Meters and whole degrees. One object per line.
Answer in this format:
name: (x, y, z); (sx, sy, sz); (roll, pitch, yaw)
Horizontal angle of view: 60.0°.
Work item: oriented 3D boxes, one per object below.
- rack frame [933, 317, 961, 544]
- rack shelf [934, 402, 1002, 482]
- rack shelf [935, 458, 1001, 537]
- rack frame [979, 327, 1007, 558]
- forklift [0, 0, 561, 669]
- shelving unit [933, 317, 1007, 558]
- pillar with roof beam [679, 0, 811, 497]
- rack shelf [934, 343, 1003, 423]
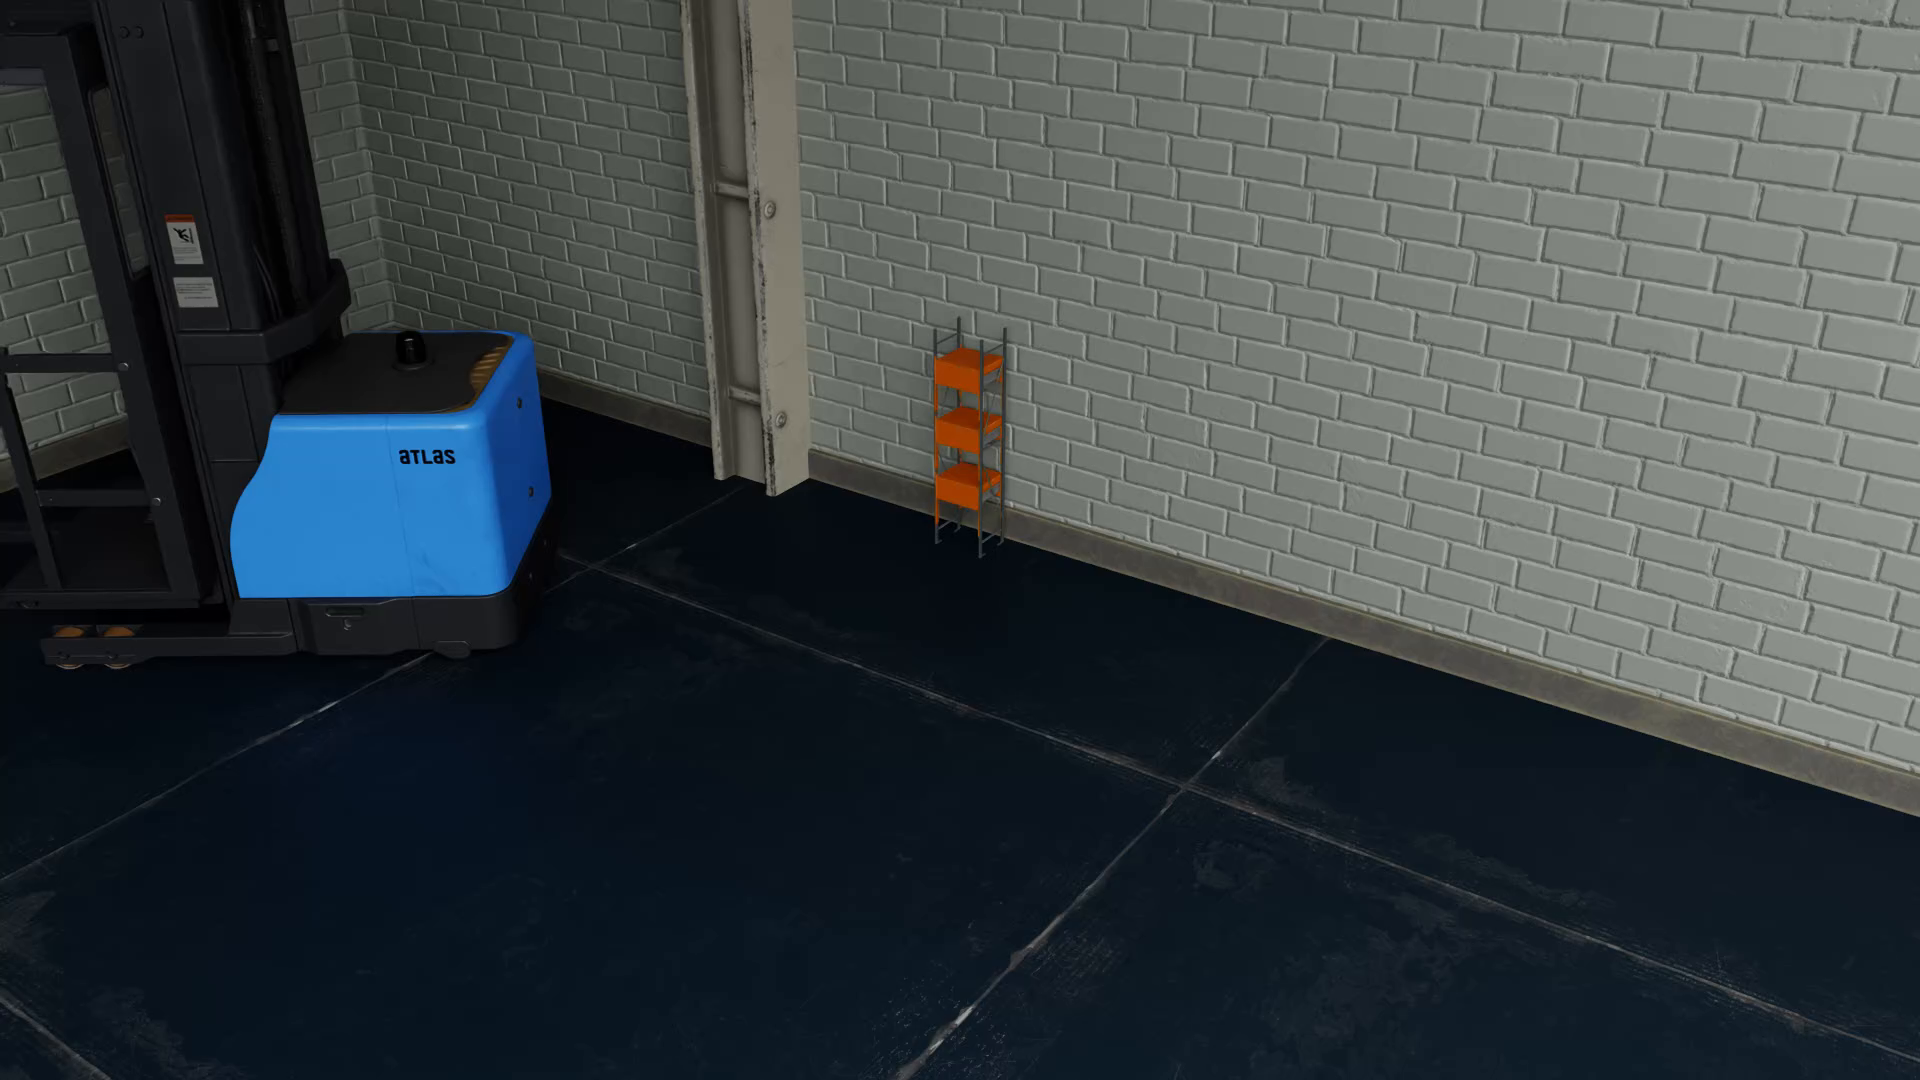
rack frame: (-0.056, -0.485, 7.546); (0.008, 1.050, 0.200); (17, 32, 30)
rack shelf: (0.044, -0.445, 7.490); (0.240, 0.259, 0.215); (17, 32, 30)
rack shelf: (0.044, -0.197, 7.616); (0.240, 0.259, 0.215); (17, 32, 30)
rack frame: (0.145, -0.423, 7.423); (0.008, 1.050, 0.200); (17, 32, 30)
forklift: (-3.325, -1.027, 6.536); (3.031, 2.935, 1.130); (0, 27, -1)
shelving unit: (0.044, -0.454, 7.485); (0.252, 1.050, 0.215); (17, 32, 30)
pillar with roof beam: (-3.427, -2.721, 3.175); (0.400, 9.000, 9.100); (17, 32, 30)
rack shelf: (0.044, -0.698, 7.361); (0.240, 0.259, 0.215); (17, 32, 30)
